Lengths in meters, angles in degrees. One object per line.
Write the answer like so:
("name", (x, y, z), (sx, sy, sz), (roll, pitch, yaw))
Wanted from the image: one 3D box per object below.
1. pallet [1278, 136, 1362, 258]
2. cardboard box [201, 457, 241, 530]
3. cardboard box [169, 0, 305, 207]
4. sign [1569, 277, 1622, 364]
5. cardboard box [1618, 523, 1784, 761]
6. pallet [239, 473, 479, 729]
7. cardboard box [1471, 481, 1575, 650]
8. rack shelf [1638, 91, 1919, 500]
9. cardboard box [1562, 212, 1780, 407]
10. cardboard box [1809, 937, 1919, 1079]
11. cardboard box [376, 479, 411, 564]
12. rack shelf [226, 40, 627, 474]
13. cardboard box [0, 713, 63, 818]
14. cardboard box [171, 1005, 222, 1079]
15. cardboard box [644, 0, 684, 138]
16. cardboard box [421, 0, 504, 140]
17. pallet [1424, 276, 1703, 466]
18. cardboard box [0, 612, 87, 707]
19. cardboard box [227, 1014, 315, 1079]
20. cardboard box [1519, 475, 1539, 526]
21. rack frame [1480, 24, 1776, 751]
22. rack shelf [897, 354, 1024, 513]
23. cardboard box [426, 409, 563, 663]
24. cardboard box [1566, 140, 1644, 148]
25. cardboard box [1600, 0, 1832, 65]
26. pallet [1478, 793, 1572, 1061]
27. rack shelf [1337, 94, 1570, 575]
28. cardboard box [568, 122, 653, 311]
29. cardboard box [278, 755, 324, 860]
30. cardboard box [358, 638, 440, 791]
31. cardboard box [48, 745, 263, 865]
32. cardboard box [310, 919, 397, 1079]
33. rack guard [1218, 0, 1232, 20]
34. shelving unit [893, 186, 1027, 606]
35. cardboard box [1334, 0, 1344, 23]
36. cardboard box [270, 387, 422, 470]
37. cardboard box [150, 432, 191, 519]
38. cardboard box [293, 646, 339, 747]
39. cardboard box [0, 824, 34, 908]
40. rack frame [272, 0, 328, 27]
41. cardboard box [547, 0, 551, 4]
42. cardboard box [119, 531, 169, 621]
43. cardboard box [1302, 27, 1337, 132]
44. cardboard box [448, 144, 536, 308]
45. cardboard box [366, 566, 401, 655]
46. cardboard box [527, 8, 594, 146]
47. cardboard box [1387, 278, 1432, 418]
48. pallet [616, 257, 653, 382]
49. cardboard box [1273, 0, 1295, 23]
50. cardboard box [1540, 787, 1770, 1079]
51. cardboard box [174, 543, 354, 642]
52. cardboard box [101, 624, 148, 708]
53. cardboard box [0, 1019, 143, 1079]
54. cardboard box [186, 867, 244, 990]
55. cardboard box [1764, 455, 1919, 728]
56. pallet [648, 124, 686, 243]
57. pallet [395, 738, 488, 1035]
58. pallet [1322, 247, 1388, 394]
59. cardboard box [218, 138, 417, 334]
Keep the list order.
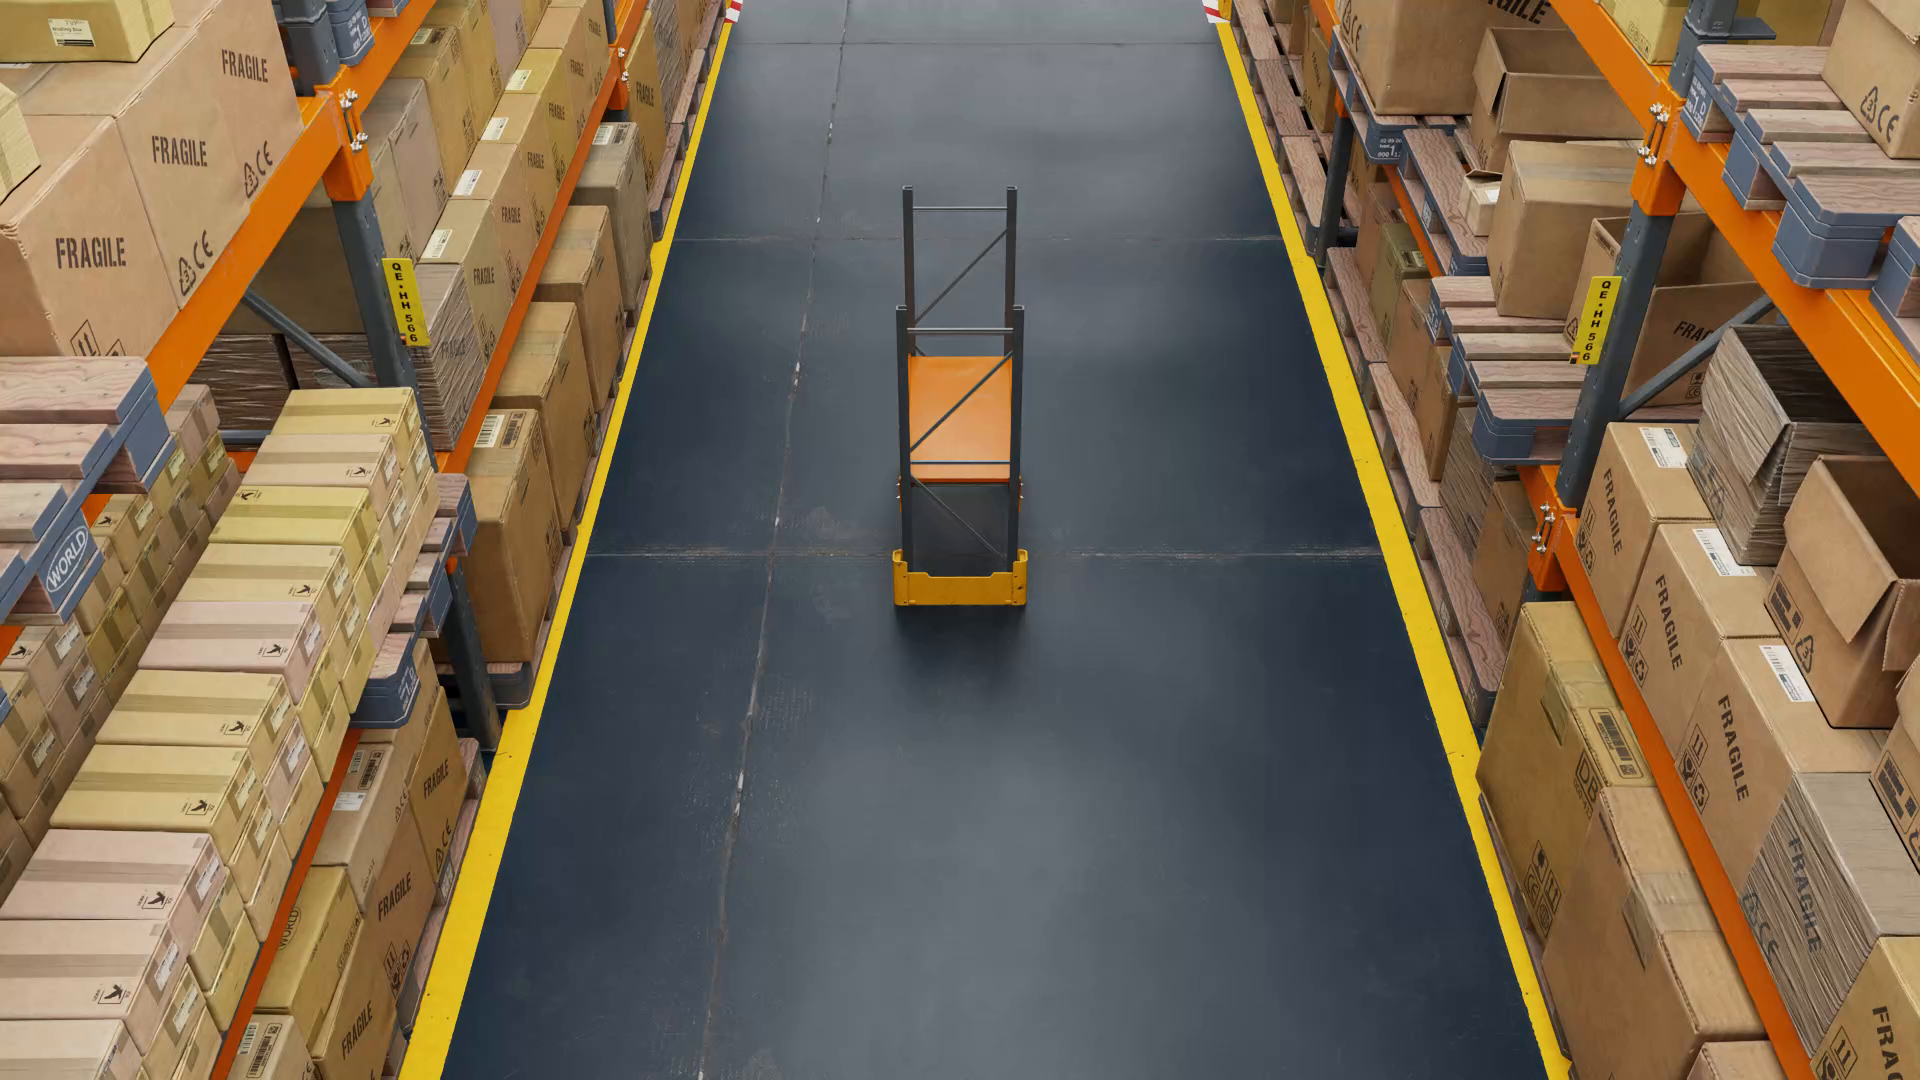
("pallet", (2.556, -2.125, 10.233), (1.003, 0.211, 1.213), (0, 39, 0))
("cardboard box", (-2.564, -0.137, 5.388), (0.380, 0.149, 0.250), (-1, 39, -1))
("cardboard box", (-2.108, -1.204, 4.375), (0.500, 0.500, 0.500), (0, 39, 0))
("sign", (2.054, -0.706, 5.370), (0.100, 0.325, 0.005), (0, 39, 0))
("cardboard box", (2.328, 0.296, 4.902), (0.500, 0.500, 0.500), (-1, 39, -1))
("pallet", (-2.256, 0.169, 5.294), (1.213, 0.211, 1.003), (0, 39, 0))
("cardboard box", (2.576, 0.093, 6.882), (0.700, 0.500, 0.500), (-2, 39, -2))
("rack shelf", (2.599, 0.069, 3.442), (1.077, 0.370, 4.000), (0, 39, 0))
("cardboard box", (2.556, -0.832, 5.974), (0.500, 0.500, 0.500), (-5, 39, -6))
("cardboard box", (2.327, 1.242, 3.721), (0.500, 0.500, 0.500), (0, 39, -1))
("cardboard box", (-1.905, -0.058, 5.051), (0.380, 0.149, 0.250), (1, 39, 2))
("rack shelf", (-2.365, -1.321, 7.575), (1.077, 0.370, 4.000), (0, 39, 0))
("cardboard box", (-2.560, 0.575, 4.262), (0.380, 0.149, 0.250), (0, 39, 0))
("cardboard box", (-1.901, 1.192, 3.729), (0.380, 0.149, 0.250), (-2, 39, -2))
("cardboard box", (-2.303, -3.144, 10.638), (0.875, 0.875, 0.875), (0, 39, 0))
("cardboard box", (-2.359, -2.018, 6.990), (0.700, 0.500, 0.500), (0, 39, 0))
("pallet", (2.490, -0.662, 6.331), (1.213, 0.211, 1.003), (0, 39, 0))
("cardboard box", (-2.556, 0.296, 4.371), (0.380, 0.149, 0.250), (2, 39, 2))
("cardboard box", (-2.094, 1.555, 4.475), (0.500, 0.250, 0.500), (1, 39, 2))
("cardboard box", (2.566, -0.199, 6.648), (0.500, 0.250, 0.500), (1, 39, 2))
("rack frame", (2.597, -0.292, 5.715), (1.000, 3.000, 0.127), (0, 39, 0))
("rack shelf", (0.000, -0.498, 7.460), (0.538, 0.185, 1.000), (0, 39, 0))
("cardboard box", (-2.274, -0.018, 6.837), (1.050, 0.750, 0.750), (-1, 39, -1))
("cardboard box", (2.825, -1.445, 6.939), (0.500, 0.250, 0.500), (-1, 39, -1))
("cardboard box", (2.351, -1.701, 5.195), (0.500, 0.250, 0.500), (0, 39, 0))
("pallet", (2.523, 1.290, 5.972), (1.003, 0.211, 1.213), (0, 39, 0))
("rack shelf", (2.595, -1.262, 7.501), (1.077, 0.370, 4.000), (0, 39, 0))
("cardboard box", (-2.277, -1.751, 8.999), (1.050, 0.750, 0.750), (0, 39, 0))
("cardboard box", (-1.907, 0.693, 4.351), (0.380, 0.149, 0.250), (1, 39, 1))
("cardboard box", (-2.100, 0.595, 5.672), (0.500, 0.250, 0.500), (-1, 39, -1))
("cardboard box", (-1.905, 0.628, 3.957), (0.380, 0.149, 0.250), (1, 39, 1))
("cardboard box", (-2.087, 1.527, 5.109), (0.500, 0.500, 0.500), (-2, 39, -2))
("rack guard", (2.588, -4.272, 12.680), (1.175, 0.500, 0.348), (0, 39, 0))
("shelving unit", (0.000, -0.633, 7.340), (0.587, 1.500, 1.083), (0, 39, 0))
("cardboard box", (2.307, -2.986, 9.278), (0.380, 0.149, 0.250), (0, 39, 0))
("cardboard box", (-1.904, -0.343, 5.169), (0.380, 0.149, 0.250), (-1, 39, -2))
("cardboard box", (-2.553, -0.192, 4.980), (0.380, 0.149, 0.250), (-1, 39, -1))
("cardboard box", (-1.904, 0.419, 4.456), (0.380, 0.149, 0.250), (0, 39, 0))
("cardboard box", (-2.562, 0.855, 4.150), (0.380, 0.149, 0.250), (-1, 39, -2))
("rack frame", (-2.363, -2.692, 3.914), (1.000, 3.000, 0.127), (0, 39, 0))
("cardboard box", (-2.361, -2.971, 8.180), (0.700, 0.500, 0.500), (-1, 39, -1))
("cardboard box", (-2.557, 0.106, 4.847), (0.380, 0.149, 0.250), (-1, 39, -1))
("cardboard box", (2.544, -2.978, 10.731), (0.500, 0.500, 0.500), (-3, 39, -4))
("cardboard box", (-2.097, -1.305, 6.899), (0.500, 0.500, 0.500), (0, 39, 0))
("cardboard box", (-1.904, 0.207, 4.958), (0.380, 0.149, 0.250), (1, 39, 1))
("cardboard box", (-2.099, -2.250, 8.079), (0.500, 0.500, 0.500), (0, 39, -1))
("cardboard box", (2.554, -0.957, 8.193), (0.700, 0.500, 0.500), (-3, 39, -4))
("pallet", (-2.291, -1.282, 9.181), (1.003, 0.211, 1.213), (0, 39, 0))
("cardboard box", (2.572, -4.092, 12.121), (0.500, 0.500, 0.500), (7, 39, 8))
("cardboard box", (2.570, 1.363, 5.014), (1.225, 0.875, 0.875), (0, 39, 0))
("cardboard box", (-1.902, 0.145, 4.560), (0.380, 0.149, 0.250), (1, 39, 1))
("cardboard box", (-2.562, 0.368, 4.757), (0.380, 0.149, 0.250), (2, 39, 2))
("cardboard box", (-1.901, 1.115, 3.350), (0.380, 0.149, 0.250), (-1, 39, -1))
("cardboard box", (-1.905, 0.901, 3.854), (0.380, 0.149, 0.250), (-1, 39, -1))
("cardboard box", (2.580, 0.143, 4.291), (0.797, 0.503, 0.637), (1, 39, 1))
("pallet", (-2.290, -2.240, 10.377), (1.003, 0.211, 1.213), (0, 39, 0))
("pallet", (-2.364, 1.226, 6.052), (1.003, 0.211, 1.213), (0, 39, 0))
("pallet", (2.595, -1.218, 9.101), (1.003, 0.211, 1.213), (0, 39, 0))
("cardboard box", (-2.354, -1.061, 5.796), (0.700, 0.500, 0.500), (0, 39, 0))
